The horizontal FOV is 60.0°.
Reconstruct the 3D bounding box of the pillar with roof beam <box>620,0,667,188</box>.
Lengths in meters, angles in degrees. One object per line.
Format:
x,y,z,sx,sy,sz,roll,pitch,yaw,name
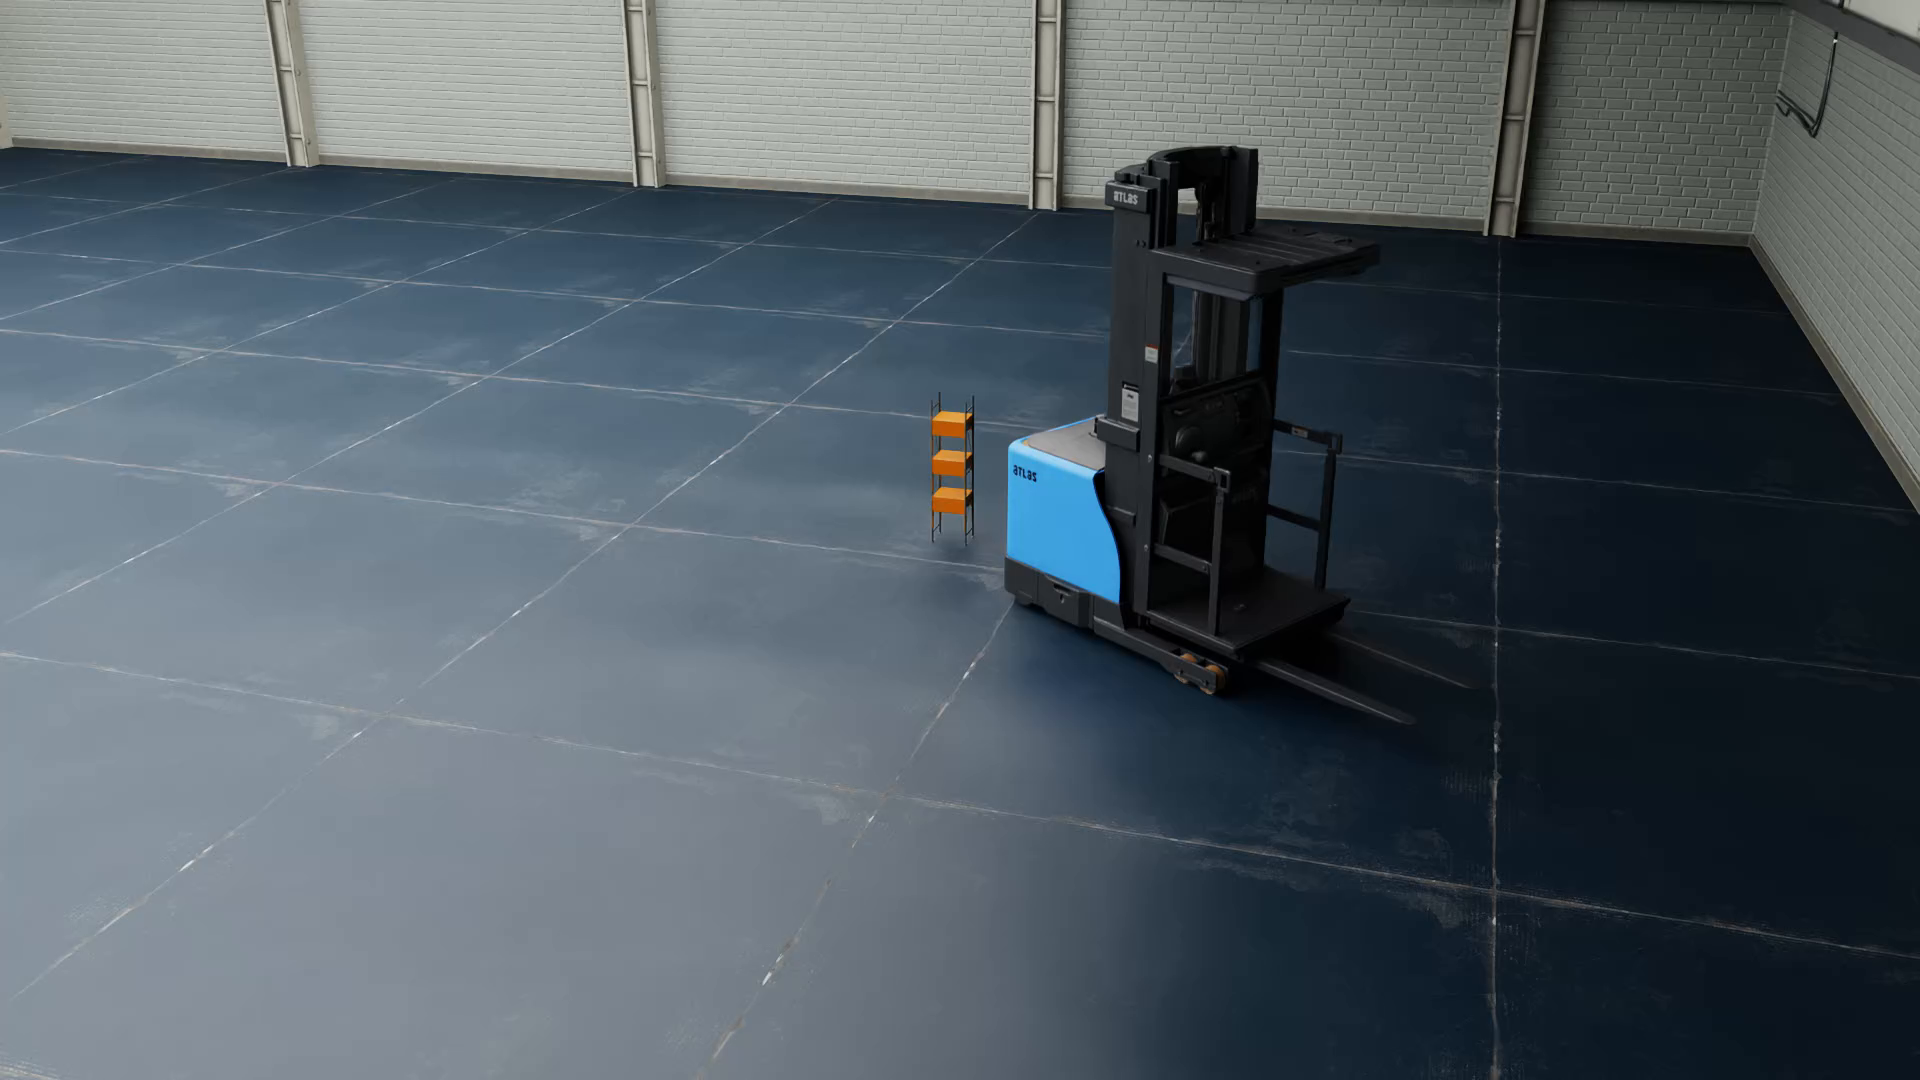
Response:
-5.811,-7.840,19.025,0.400,9.000,9.100,7,23,16,pillar with roof beam

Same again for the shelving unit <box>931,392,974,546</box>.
-0.051,-0.492,11.585,0.252,1.050,0.215,7,23,15,shelving unit

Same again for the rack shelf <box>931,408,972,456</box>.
-0.051,-0.744,11.481,0.240,0.259,0.215,7,23,15,rack shelf

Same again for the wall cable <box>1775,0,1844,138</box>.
9.359,-5.848,18.261,0.112,2.526,3.097,7,23,16,wall cable

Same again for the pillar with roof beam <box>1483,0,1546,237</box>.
5.677,-6.524,15.818,0.400,9.000,9.100,7,23,16,pillar with roof beam

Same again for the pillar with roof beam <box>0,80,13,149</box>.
-17.299,-9.155,22.232,0.400,9.000,9.100,7,23,16,pillar with roof beam

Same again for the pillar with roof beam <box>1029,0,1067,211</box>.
-0.067,-7.182,17.421,0.400,9.000,9.100,7,23,16,pillar with roof beam

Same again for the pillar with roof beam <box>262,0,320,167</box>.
-11.555,-8.497,20.628,0.400,9.000,9.100,7,23,16,pillar with roof beam

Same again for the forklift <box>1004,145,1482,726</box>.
1.640,-0.684,9.575,1.130,2.935,3.031,-19,29,-38,forklift

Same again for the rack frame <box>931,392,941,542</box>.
-0.168,-0.505,11.618,0.008,1.050,0.200,7,23,15,rack frame

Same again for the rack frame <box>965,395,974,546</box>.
0.066,-0.478,11.552,0.008,1.050,0.200,7,23,15,rack frame

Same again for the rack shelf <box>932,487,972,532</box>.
-0.051,-0.225,11.695,0.240,0.259,0.215,7,23,15,rack shelf

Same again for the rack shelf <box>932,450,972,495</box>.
-0.051,-0.482,11.589,0.240,0.259,0.215,7,23,15,rack shelf
